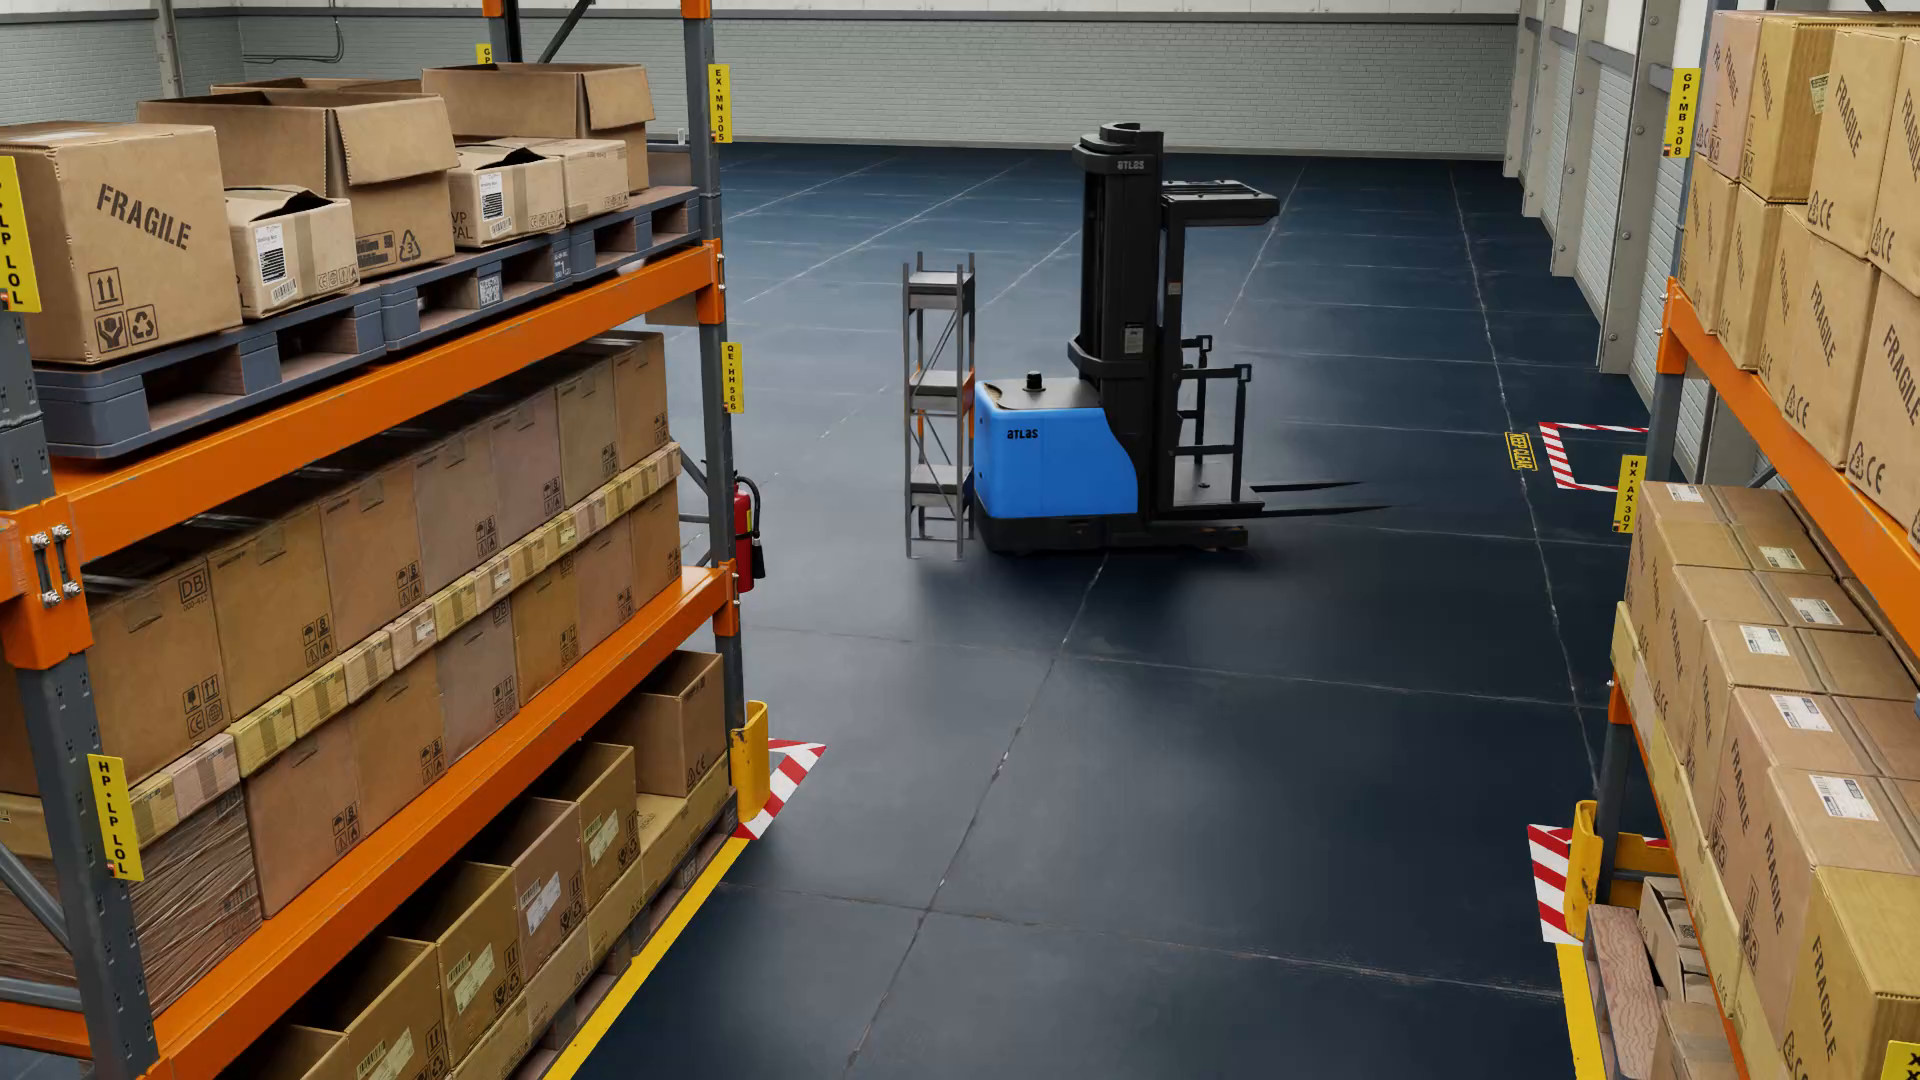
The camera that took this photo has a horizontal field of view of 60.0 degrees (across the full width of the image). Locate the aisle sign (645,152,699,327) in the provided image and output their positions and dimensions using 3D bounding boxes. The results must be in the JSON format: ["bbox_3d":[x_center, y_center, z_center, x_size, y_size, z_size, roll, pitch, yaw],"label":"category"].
[{"bbox_3d":[-1.256,-1.350,7.478,0.394,0.787,0.004,5,19,13],"label":"aisle sign"}]

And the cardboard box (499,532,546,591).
[{"bbox_3d":[-1.780,0.064,6.202,0.380,0.149,0.250,5,20,15],"label":"cardboard box"}]

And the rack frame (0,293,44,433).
[{"bbox_3d":[-2.534,-1.708,3.266,1.000,3.000,0.127,5,19,13],"label":"rack frame"}]

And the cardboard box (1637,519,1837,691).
[{"bbox_3d":[2.710,0.254,5.844,0.500,0.500,0.500,5,19,14],"label":"cardboard box"}]

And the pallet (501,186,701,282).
[{"bbox_3d":[-1.754,-1.281,6.793,1.003,0.211,1.213,5,19,13],"label":"pallet"}]

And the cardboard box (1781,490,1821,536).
[{"bbox_3d":[3.339,0.139,6.182,0.500,0.500,0.500,4,19,13],"label":"cardboard box"}]

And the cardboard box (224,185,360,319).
[{"bbox_3d":[-2.023,-0.818,4.571,0.500,0.311,0.500,4,19,10],"label":"cardboard box"}]

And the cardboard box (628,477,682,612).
[{"bbox_3d":[-1.683,-0.025,7.465,0.700,0.500,0.500,5,19,13],"label":"cardboard box"}]

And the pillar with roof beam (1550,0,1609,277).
[{"bbox_3d":[4.139,-8.266,22.465,9.100,9.000,0.400,5,19,13],"label":"pillar with roof beam"}]

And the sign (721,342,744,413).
[{"bbox_3d":[-1.034,-0.736,7.542,0.100,0.325,0.005,5,19,13],"label":"sign"}]

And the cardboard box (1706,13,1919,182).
[{"bbox_3d":[2.747,-1.427,5.352,0.500,0.500,0.500,4,19,13],"label":"cardboard box"}]

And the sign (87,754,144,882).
[{"bbox_3d":[-2.005,0.660,3.945,0.100,0.325,0.005,5,19,13],"label":"sign"}]

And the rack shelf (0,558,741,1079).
[{"bbox_3d":[-2.045,0.845,6.187,1.077,0.370,4.000,5,19,13],"label":"rack shelf"}]

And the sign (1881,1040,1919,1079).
[{"bbox_3d":[1.743,1.071,3.072,0.100,0.325,0.005,5,19,13],"label":"sign"}]

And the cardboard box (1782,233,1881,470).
[{"bbox_3d":[2.389,-0.467,4.088,0.500,0.500,0.500,4,19,11],"label":"cardboard box"}]

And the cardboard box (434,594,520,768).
[{"bbox_3d":[-2.058,0.461,6.043,0.700,0.500,0.500,5,20,15],"label":"cardboard box"}]

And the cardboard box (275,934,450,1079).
[{"bbox_3d":[-2.002,1.601,5.305,0.500,0.500,0.500,5,19,13],"label":"cardboard box"}]

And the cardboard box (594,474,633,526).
[{"bbox_3d":[-1.590,-0.180,6.915,0.380,0.149,0.250,4,19,13],"label":"cardboard box"}]

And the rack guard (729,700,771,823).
[{"bbox_3d":[-1.551,1.053,8.332,1.175,0.500,0.348,5,19,13],"label":"rack guard"}]

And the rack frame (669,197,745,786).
[{"bbox_3d":[-1.556,-0.123,7.906,1.000,3.000,0.127,5,19,13],"label":"rack frame"}]

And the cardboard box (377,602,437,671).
[{"bbox_3d":[-1.969,0.304,5.500,0.380,0.149,0.250,4,19,12],"label":"cardboard box"}]

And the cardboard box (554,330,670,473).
[{"bbox_3d":[-1.696,-0.622,7.206,0.700,0.500,0.500,5,19,14],"label":"cardboard box"}]

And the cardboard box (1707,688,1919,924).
[{"bbox_3d":[2.336,0.741,4.418,0.500,0.500,0.500,4,19,12],"label":"cardboard box"}]

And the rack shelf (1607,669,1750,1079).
[{"bbox_3d":[2.759,1.235,5.045,1.077,0.370,4.000,5,19,13],"label":"rack shelf"}]

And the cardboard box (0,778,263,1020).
[{"bbox_3d":[-2.431,0.944,4.628,0.700,0.500,0.500,4,19,12],"label":"cardboard box"}]

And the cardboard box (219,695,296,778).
[{"bbox_3d":[-2.158,0.548,4.784,0.380,0.149,0.250,4,19,12],"label":"cardboard box"}]

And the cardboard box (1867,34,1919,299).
[{"bbox_3d":[2.255,-0.780,3.458,0.500,0.500,0.500,6,20,16],"label":"cardboard box"}]

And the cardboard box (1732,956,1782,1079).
[{"bbox_3d":[2.222,1.255,4.075,0.500,0.250,0.500,5,19,14],"label":"cardboard box"}]

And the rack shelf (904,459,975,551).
[{"bbox_3d":[-0.141,-0.254,11.892,0.431,0.518,0.480,3,19,9],"label":"rack shelf"}]

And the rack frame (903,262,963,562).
[{"bbox_3d":[-0.181,-0.852,11.433,0.400,2.100,0.015,3,19,9],"label":"rack frame"}]

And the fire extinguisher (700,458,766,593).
[{"bbox_3d":[-1.077,-0.086,7.920,0.296,0.674,0.183,5,19,13],"label":"fire extinguisher"}]

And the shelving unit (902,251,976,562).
[{"bbox_3d":[-0.141,-0.930,11.661,0.431,2.100,0.503,3,19,9],"label":"shelving unit"}]

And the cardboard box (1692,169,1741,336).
[{"bbox_3d":[2.758,-0.958,5.526,0.500,0.500,0.500,6,20,17],"label":"cardboard box"}]

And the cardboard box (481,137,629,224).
[{"bbox_3d":[-1.582,-1.354,6.237,0.500,0.250,0.500,5,19,13],"label":"cardboard box"}]

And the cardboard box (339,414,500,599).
[{"bbox_3d":[-2.064,-0.142,5.800,0.700,0.500,0.500,5,19,13],"label":"cardboard box"}]

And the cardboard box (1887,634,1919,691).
[{"bbox_3d":[2.961,0.616,4.785,0.500,0.500,0.500,5,19,14],"label":"cardboard box"}]

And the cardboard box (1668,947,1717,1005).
[{"bbox_3d":[2.852,1.720,5.990,0.500,0.311,0.500,6,20,18],"label":"cardboard box"}]

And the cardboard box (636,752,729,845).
[{"bbox_3d":[-1.401,1.171,7.722,0.500,0.250,0.500,5,19,13],"label":"cardboard box"}]

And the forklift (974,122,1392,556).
[{"bbox_3d":[1.636,-1.468,11.952,3.031,2.935,1.130,-3,19,-7],"label":"forklift"}]

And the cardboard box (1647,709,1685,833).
[{"bbox_3d":[2.578,0.780,5.465,0.500,0.250,0.500,4,19,13],"label":"cardboard box"}]

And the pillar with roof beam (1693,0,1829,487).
[{"bbox_3d":[1.207,-4.504,11.453,9.100,9.000,0.400,5,19,13],"label":"pillar with roof beam"}]

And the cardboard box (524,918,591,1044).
[{"bbox_3d":[-1.756,1.642,6.343,0.500,0.250,0.500,5,19,13],"label":"cardboard box"}]

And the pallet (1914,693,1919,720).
[{"bbox_3d":[2.017,0.376,2.097,1.213,0.211,1.003,5,19,13],"label":"pallet"}]

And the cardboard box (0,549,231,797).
[{"bbox_3d":[-2.431,0.330,4.418,0.700,0.500,0.500,5,19,14],"label":"cardboard box"}]

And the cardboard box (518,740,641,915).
[{"bbox_3d":[-1.629,1.131,6.680,0.500,0.500,0.500,5,19,13],"label":"cardboard box"}]
